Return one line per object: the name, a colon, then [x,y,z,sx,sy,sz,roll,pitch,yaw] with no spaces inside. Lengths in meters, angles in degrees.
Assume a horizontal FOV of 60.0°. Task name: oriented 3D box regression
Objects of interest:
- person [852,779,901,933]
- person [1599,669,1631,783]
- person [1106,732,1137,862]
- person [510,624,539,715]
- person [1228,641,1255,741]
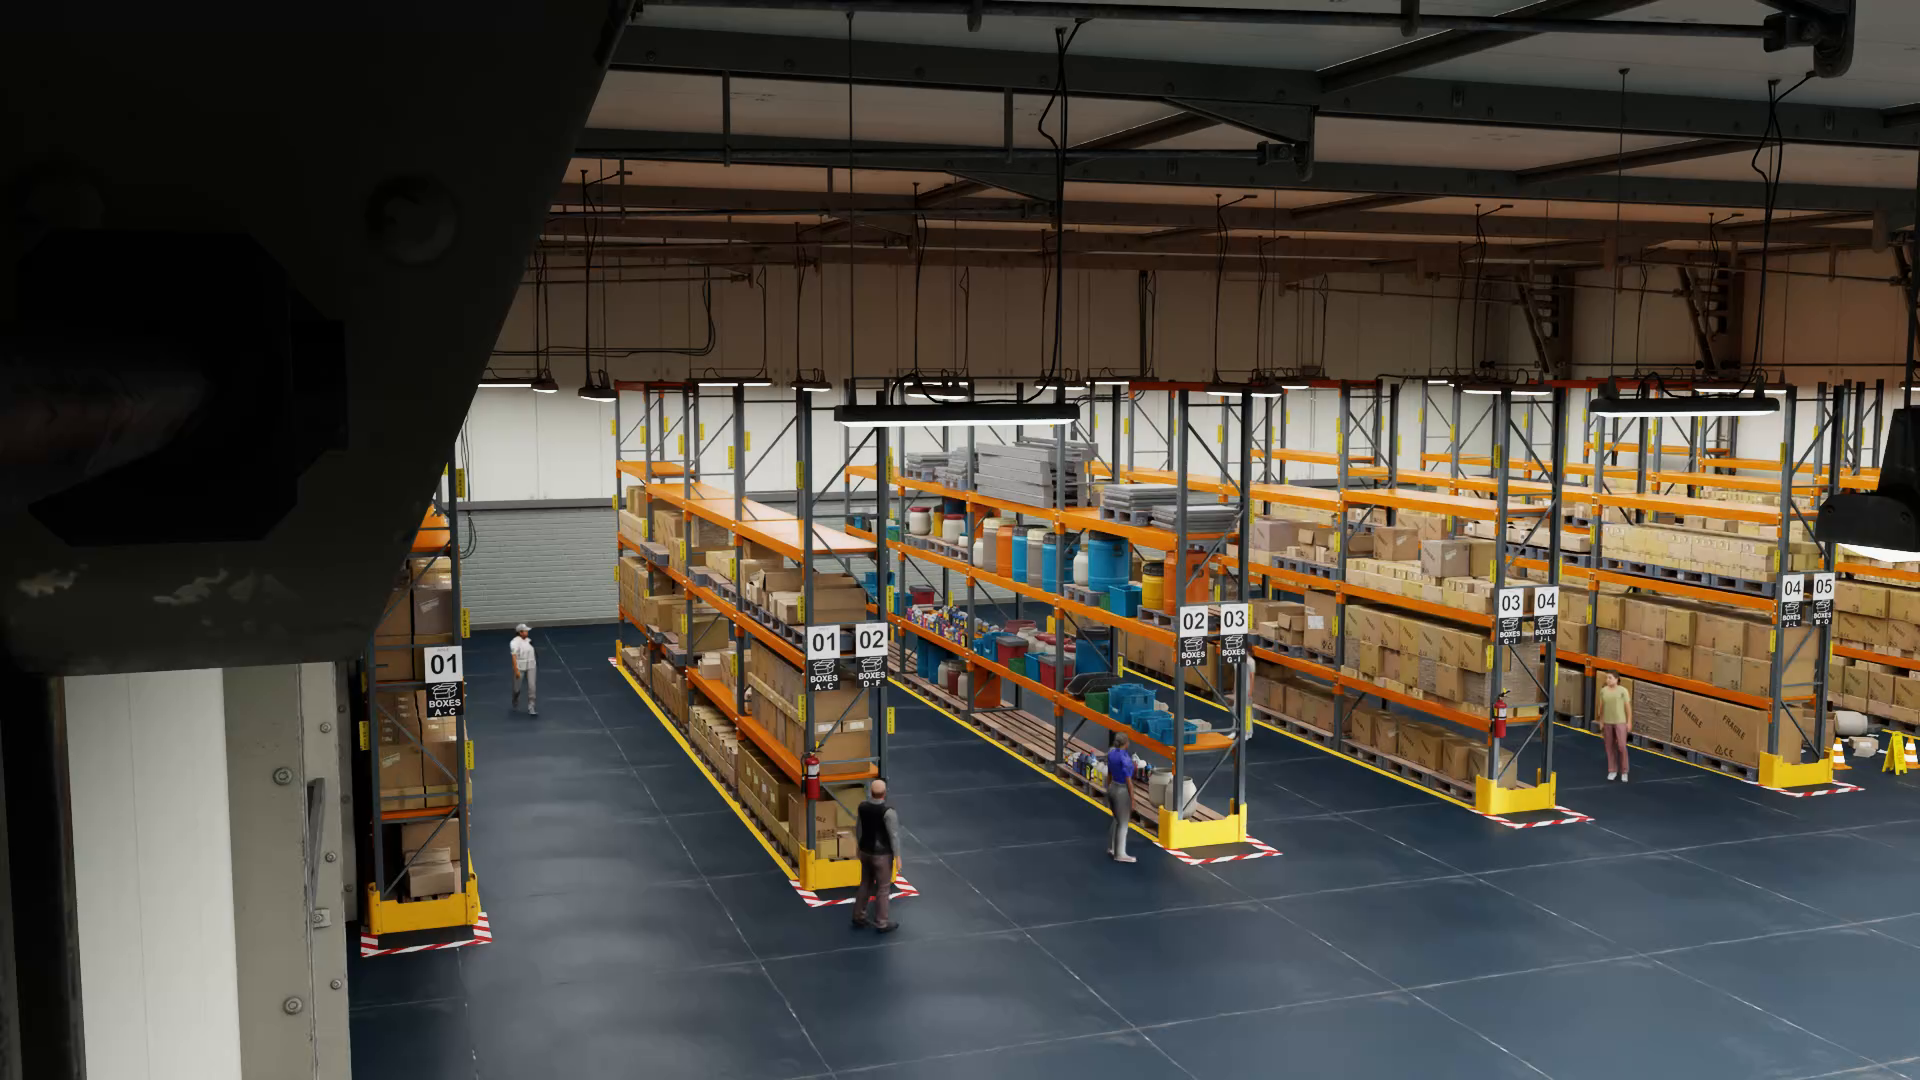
person: [-0.912,3.530,18.601,0.420,1.755,0.616,-6,8,-42]
person: [9.990,2.822,25.398,0.525,1.704,0.400,5,8,41]
person: [2.060,3.299,21.232,0.328,1.726,0.492,-3,7,-24]
person: [-7.897,2.323,30.145,0.489,1.631,0.665,-2,7,-22]
person: [4.759,2.534,28.007,0.424,1.684,0.458,-4,7,-30]
